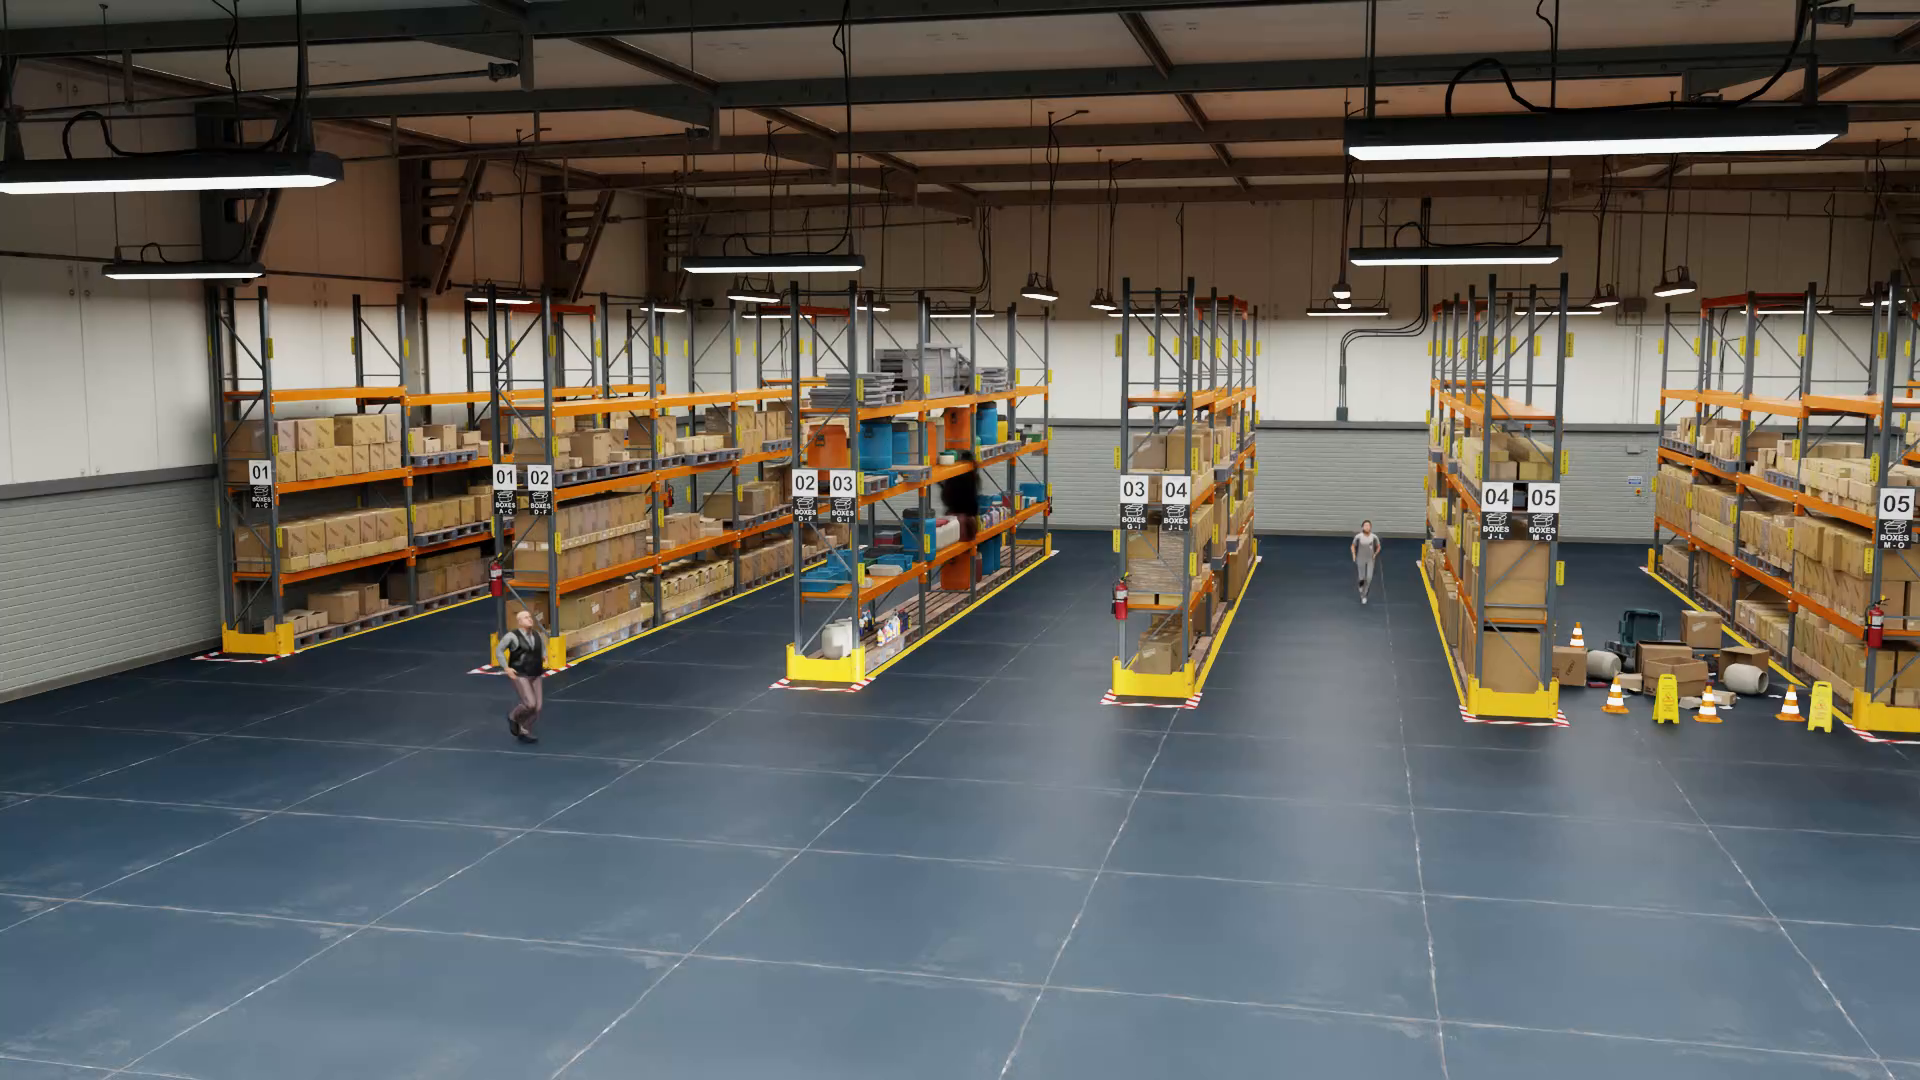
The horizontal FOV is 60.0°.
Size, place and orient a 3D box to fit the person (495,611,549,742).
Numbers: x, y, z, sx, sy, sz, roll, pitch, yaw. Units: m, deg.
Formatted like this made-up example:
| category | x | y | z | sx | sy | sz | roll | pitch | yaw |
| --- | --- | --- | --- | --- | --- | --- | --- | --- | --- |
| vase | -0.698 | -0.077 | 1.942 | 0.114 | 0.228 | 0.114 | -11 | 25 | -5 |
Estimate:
| category | x | y | z | sx | sy | sz | roll | pitch | yaw |
| --- | --- | --- | --- | --- | --- | --- | --- | --- | --- |
| person | -5.491 | 1.742 | 21.142 | 0.523 | 1.679 | 0.715 | 5 | 8 | 39 |

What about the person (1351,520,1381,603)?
| category | x | y | z | sx | sy | sz | roll | pitch | yaw |
| --- | --- | --- | --- | --- | --- | --- | --- | --- | --- |
| person | 8.060 | 0.422 | 33.026 | 0.577 | 1.639 | 0.566 | 1 | 7 | 9 |
